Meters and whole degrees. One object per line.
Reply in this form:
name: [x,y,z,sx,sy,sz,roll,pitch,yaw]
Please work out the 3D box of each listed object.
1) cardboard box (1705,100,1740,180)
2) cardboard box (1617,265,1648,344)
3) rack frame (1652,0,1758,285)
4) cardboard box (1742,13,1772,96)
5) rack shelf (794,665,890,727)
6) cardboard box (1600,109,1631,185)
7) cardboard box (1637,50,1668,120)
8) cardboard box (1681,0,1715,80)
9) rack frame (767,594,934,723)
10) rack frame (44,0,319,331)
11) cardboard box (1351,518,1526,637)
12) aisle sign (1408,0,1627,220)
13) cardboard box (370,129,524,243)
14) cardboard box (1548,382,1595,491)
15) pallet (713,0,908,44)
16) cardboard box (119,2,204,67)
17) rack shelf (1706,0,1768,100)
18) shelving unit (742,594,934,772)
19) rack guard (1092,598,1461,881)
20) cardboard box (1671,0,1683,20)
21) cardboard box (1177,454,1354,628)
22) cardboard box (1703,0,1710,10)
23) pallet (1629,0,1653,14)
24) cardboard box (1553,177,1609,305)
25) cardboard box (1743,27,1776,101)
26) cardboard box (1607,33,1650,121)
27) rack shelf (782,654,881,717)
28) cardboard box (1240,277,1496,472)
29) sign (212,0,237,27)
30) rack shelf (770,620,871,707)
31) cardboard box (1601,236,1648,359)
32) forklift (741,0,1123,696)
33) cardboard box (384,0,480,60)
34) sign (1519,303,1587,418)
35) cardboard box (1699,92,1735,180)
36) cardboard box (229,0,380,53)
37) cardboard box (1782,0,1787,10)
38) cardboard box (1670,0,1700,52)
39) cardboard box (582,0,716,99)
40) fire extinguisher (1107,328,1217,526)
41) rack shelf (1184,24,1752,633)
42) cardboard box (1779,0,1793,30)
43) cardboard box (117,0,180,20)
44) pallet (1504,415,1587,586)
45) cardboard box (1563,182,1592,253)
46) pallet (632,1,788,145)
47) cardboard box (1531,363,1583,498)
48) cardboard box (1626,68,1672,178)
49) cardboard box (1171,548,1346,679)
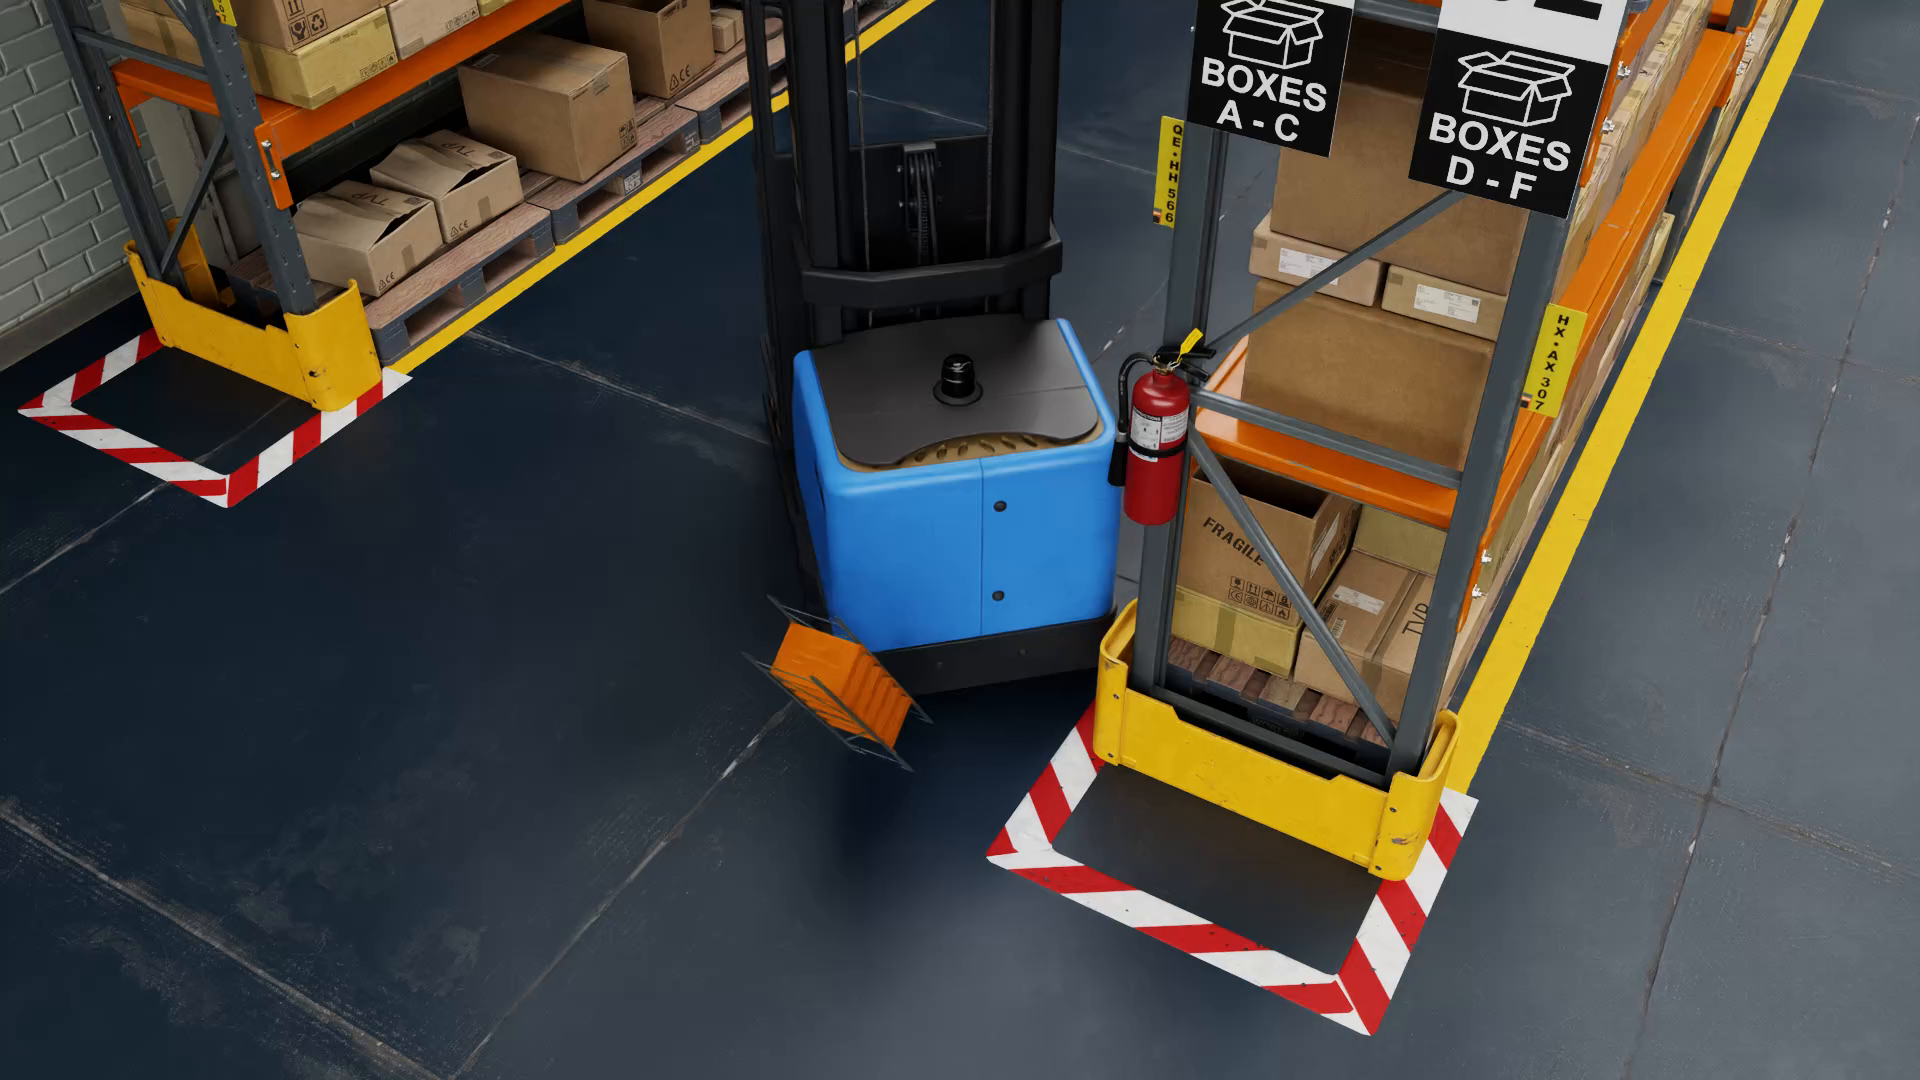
cardboard box: [3.725,-2.147,8.682,0.500,0.250,0.500,22,46,23]
cardboard box: [2.750,-1.086,7.476,0.500,0.250,0.500,21,45,22]
rack frame: [3.052,-2.581,7.411,1.000,3.000,0.127,21,45,22]
cardboard box: [3.987,-2.652,8.831,0.500,0.311,0.500,19,45,21]
rack shelf: [-0.378,0.459,5.271,0.258,0.103,0.180,17,74,18]
cardboard box: [1.948,-1.318,5.410,0.380,0.149,0.250,19,45,21]
cardboard box: [2.203,-1.606,5.737,0.380,0.149,0.250,21,46,22]
cardboard box: [2.835,-2.362,7.087,0.700,0.500,0.500,20,45,21]
rack frame: [-0.328,0.403,5.363,0.240,1.200,0.006,17,74,18]
rack frame: [-3.241,-1.928,6.670,1.000,3.000,0.127,21,45,22]
cardboard box: [1.758,0.062,6.173,0.500,0.250,0.500,21,45,22]
aisle sign: [1.282,-1.129,3.795,0.394,0.787,0.004,21,45,22]
cardboard box: [-2.531,-1.777,8.199,0.500,0.311,0.500,25,47,25]
cardboard box: [2.263,-0.509,6.821,0.500,0.250,0.500,21,45,22]
pallet: [-0.851,-3.616,10.697,1.003,0.211,1.213,21,45,22]
cardboard box: [-3.175,-2.211,7.089,0.500,0.250,0.500,22,46,23]
rack shelf: [4.053,-3.455,8.948,1.077,0.370,4.000,21,45,22]
shelving unit: [-0.362,0.485,5.340,0.258,1.200,0.189,17,74,18]
rack guard: [1.038,0.660,5.622,1.175,0.500,0.348,21,45,22]
cardboard box: [2.332,-2.273,6.005,0.700,0.500,0.500,21,45,22]
cardboard box: [1.061,-0.104,5.794,0.500,0.500,0.500,21,45,22]
cardboard box: [2.716,-2.193,6.404,0.380,0.149,0.250,21,45,22]
pallet: [1.426,-1.781,4.299,1.003,0.211,1.213,21,45,22]
cardboard box: [1.807,-1.177,5.741,0.700,0.500,0.500,21,46,22]
cardboard box: [4.237,-2.735,9.349,0.500,0.250,0.500,22,46,23]
cardboard box: [1.831,-1.701,5.355,0.700,0.500,0.500,21,46,22]
rack shelf: [-0.403,0.417,5.161,0.258,0.103,0.180,17,74,18]
cardboard box: [1.295,-0.592,5.077,0.700,0.500,0.500,21,45,22]
sign: [-2.771,-2.074,6.180,0.100,0.325,0.005,21,45,22]
rack shelf: [-0.428,0.375,5.052,0.258,0.103,0.180,17,74,18]
cardboard box: [2.502,-1.081,6.903,0.500,0.500,0.500,21,45,22]
forklift: [-0.245,-1.496,6.231,1.130,2.935,3.031,-8,42,-9]
cardboard box: [-2.474,-2.355,7.253,0.500,0.250,0.500,20,45,21]
sign: [1.528,-0.460,4.287,0.100,0.325,0.005,21,45,22]
cardboard box: [3.474,-2.071,8.171,0.500,0.311,0.500,21,46,22]
cardboard box: [-2.741,-2.335,6.662,0.500,0.500,0.500,21,46,22]
cardboard box: [4.495,-3.237,9.495,0.500,0.311,0.500,21,45,22]
cardboard box: [2.464,-1.909,6.082,0.380,0.149,0.250,22,46,23]
cardboard box: [-1.724,-2.837,9.260,0.500,0.500,0.500,18,44,19]
fire extinguisher: [0.589,-0.349,4.935,0.296,0.674,0.183,21,45,22]
rack shelf: [2.051,-1.166,6.349,1.077,0.370,4.000,21,45,22]
cardboard box: [4.746,-3.317,10.010,0.500,0.250,0.500,20,45,22]
cardboard box: [-3.189,-2.501,6.851,0.500,0.500,0.500,20,45,22]
pallet: [2.008,-0.392,7.036,1.003,0.211,1.213,21,45,22]
cardboard box: [1.689,-1.021,5.073,0.380,0.149,0.250,21,46,22]
pallet: [-1.544,-2.774,9.741,1.003,0.211,1.213,21,45,22]
cardboard box: [1.999,-0.509,6.254,0.500,0.500,0.500,21,45,22]
cardboard box: [2.322,-1.773,6.418,0.700,0.500,0.500,22,46,23]
cardboard box: [1.063,0.178,6.041,0.500,0.250,0.500,21,45,22]
